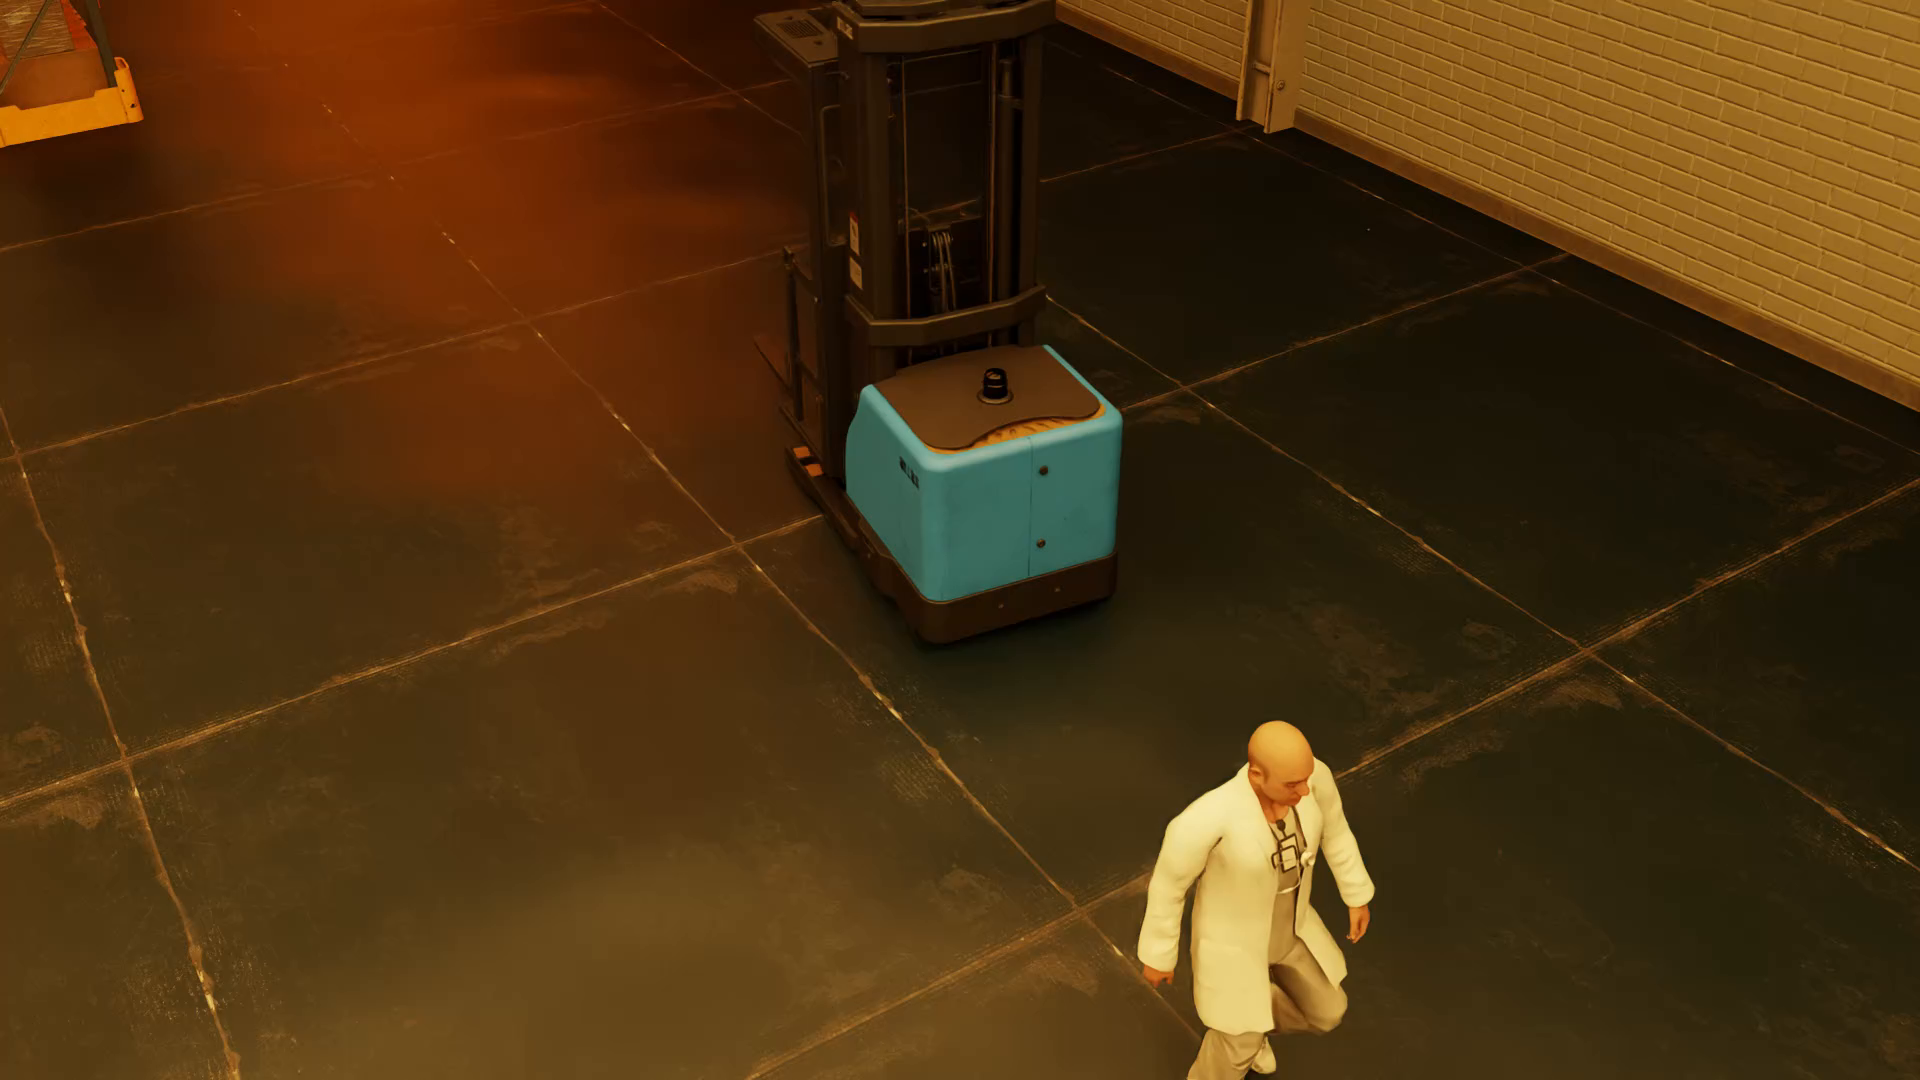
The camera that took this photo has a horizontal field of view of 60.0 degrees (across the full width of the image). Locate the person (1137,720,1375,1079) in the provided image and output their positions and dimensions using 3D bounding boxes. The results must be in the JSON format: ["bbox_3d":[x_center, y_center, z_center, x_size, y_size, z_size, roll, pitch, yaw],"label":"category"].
[{"bbox_3d":[0.954,1.265,5.370,0.782,1.758,0.525,-22,41,-28],"label":"person"}]

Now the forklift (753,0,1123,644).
[{"bbox_3d":[-0.310,-1.545,8.347,1.130,2.935,3.031,-15,38,-20],"label":"forklift"}]
